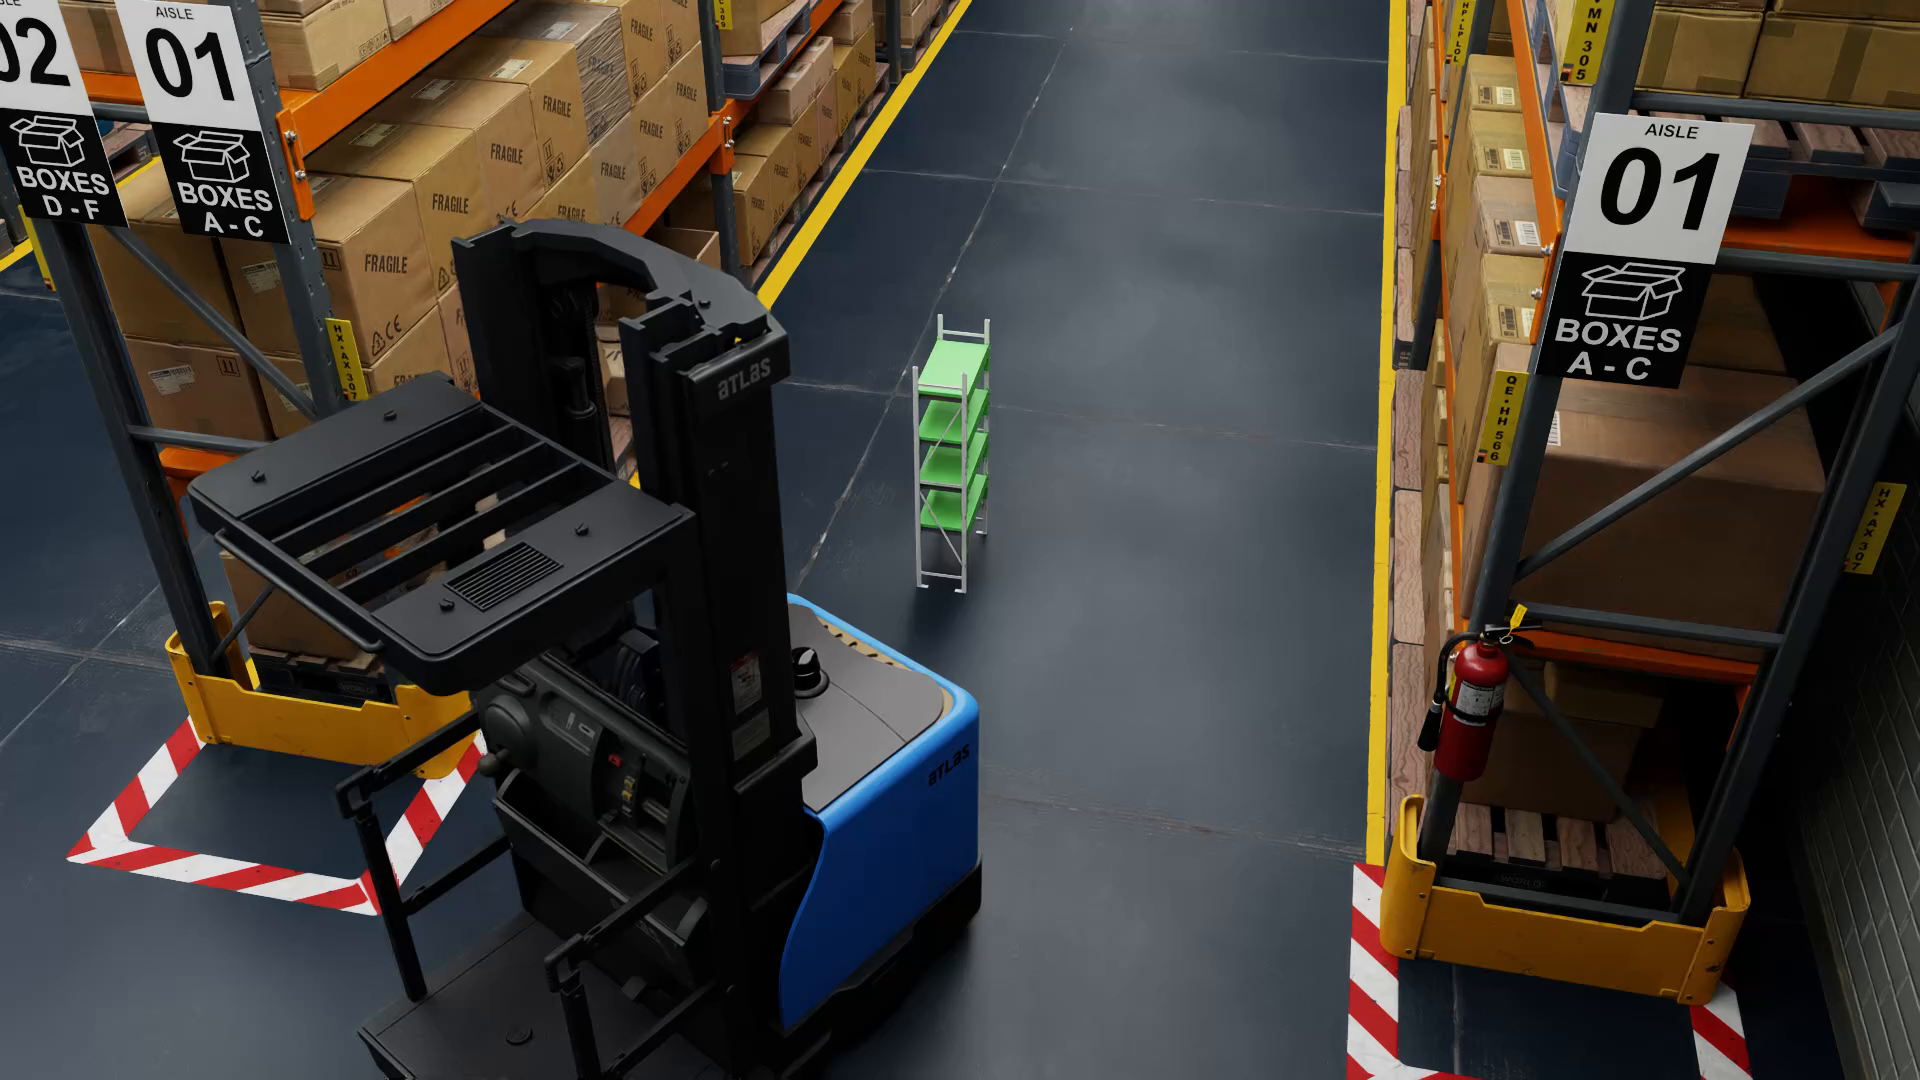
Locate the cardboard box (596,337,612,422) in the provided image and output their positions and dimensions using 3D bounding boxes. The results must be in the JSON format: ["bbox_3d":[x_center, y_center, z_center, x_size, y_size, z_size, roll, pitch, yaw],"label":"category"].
[{"bbox_3d":[-2.219,-0.726,8.448,0.797,0.503,0.637,7,37,10],"label":"cardboard box"}]

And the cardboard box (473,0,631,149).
[{"bbox_3d":[-1.892,-2.177,7.760,0.500,0.500,0.500,8,37,10],"label":"cardboard box"}]

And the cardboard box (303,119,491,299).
[{"bbox_3d":[-2.220,-1.311,6.565,0.500,0.500,0.500,8,37,10],"label":"cardboard box"}]

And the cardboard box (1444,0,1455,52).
[{"bbox_3d":[3.085,-3.064,9.565,0.500,0.500,0.500,7,37,10],"label":"cardboard box"}]

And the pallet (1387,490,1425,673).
[{"bbox_3d":[2.520,0.239,7.740,1.003,0.211,1.213,7,37,10],"label":"pallet"}]

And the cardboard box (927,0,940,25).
[{"bbox_3d":[-0.463,-4.538,13.941,0.500,0.250,0.500,6,36,9],"label":"cardboard box"}]

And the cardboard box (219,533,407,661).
[{"bbox_3d":[-2.801,0.148,7.245,0.500,0.500,0.500,7,37,10],"label":"cardboard box"}]

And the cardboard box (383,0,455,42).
[{"bbox_3d":[-2.199,-2.045,6.087,0.500,0.250,0.500,7,37,10],"label":"cardboard box"}]

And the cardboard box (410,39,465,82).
[{"bbox_3d":[-2.527,-1.960,7.462,0.500,0.500,0.500,8,37,11],"label":"cardboard box"}]

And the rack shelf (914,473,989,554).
[{"bbox_3d":[-0.035,-0.145,7.945,0.258,0.148,0.480,7,37,10],"label":"rack shelf"}]

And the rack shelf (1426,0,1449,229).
[{"bbox_3d":[3.445,-2.873,10.271,1.077,0.370,4.000,7,37,10],"label":"rack shelf"}]

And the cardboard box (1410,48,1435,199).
[{"bbox_3d":[3.394,-2.704,10.899,0.750,0.750,0.750,7,37,10],"label":"cardboard box"}]

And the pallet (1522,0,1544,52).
[{"bbox_3d":[2.570,-2.031,6.016,1.003,0.211,1.213,7,37,10],"label":"pallet"}]

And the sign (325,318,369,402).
[{"bbox_3d":[-2.147,-0.626,5.820,0.100,0.325,0.005,7,37,10],"label":"sign"}]

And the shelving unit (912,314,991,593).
[{"bbox_3d":[-0.035,-0.391,7.767,0.258,1.200,0.503,7,37,10],"label":"shelving unit"}]

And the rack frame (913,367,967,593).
[{"bbox_3d":[-0.087,-0.251,7.574,0.240,1.200,0.015,7,37,10],"label":"rack frame"}]

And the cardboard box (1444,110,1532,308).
[{"bbox_3d":[2.725,-1.412,7.387,0.980,0.700,0.700,6,36,9],"label":"cardboard box"}]

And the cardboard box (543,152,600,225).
[{"bbox_3d":[-2.001,-1.475,7.644,0.500,0.500,0.500,8,37,11],"label":"cardboard box"}]

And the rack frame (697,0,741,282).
[{"bbox_3d":[-1.822,-2.637,9.332,1.000,3.000,0.127,7,37,10],"label":"rack frame"}]

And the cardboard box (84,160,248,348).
[{"bbox_3d":[-2.850,-1.078,6.245,0.500,0.500,0.500,7,37,10],"label":"cardboard box"}]

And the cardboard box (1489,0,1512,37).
[{"bbox_3d":[2.868,-2.790,8.549,0.500,0.250,0.500,8,37,11],"label":"cardboard box"}]

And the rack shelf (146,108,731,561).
[{"bbox_3d":[-2.250,-1.199,7.961,1.077,0.370,4.000,7,37,10],"label":"rack shelf"}]

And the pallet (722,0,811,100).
[{"bbox_3d":[-1.545,-3.003,10.001,1.003,0.211,1.213,7,37,10],"label":"pallet"}]

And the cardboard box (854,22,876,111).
[{"bbox_3d":[-0.938,-3.530,12.320,0.500,0.500,0.500,9,37,12],"label":"cardboard box"}]

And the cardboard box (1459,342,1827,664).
[{"bbox_3d":[2.263,-0.140,5.631,0.980,0.700,0.700,9,37,12],"label":"cardboard box"}]

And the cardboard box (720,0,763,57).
[{"bbox_3d":[-1.503,-3.091,9.515,0.700,0.500,0.500,-4,36,-6],"label":"cardboard box"}]

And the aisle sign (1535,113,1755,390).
[{"bbox_3d":[1.855,-0.774,4.546,0.394,0.787,0.004,7,37,10],"label":"aisle sign"}]

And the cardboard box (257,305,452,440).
[{"bbox_3d":[-2.324,-0.605,6.444,0.500,0.500,0.500,8,37,11],"label":"cardboard box"}]

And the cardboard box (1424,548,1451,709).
[{"bbox_3d":[2.322,0.417,6.891,0.700,0.500,0.500,7,37,10],"label":"cardboard box"}]

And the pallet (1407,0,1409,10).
[{"bbox_3d":[4.562,-5.029,15.008,1.003,0.211,1.213,7,37,10],"label":"pallet"}]

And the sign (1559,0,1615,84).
[{"bbox_3d":[1.636,-1.342,4.302,0.100,0.325,0.005,7,37,10],"label":"sign"}]

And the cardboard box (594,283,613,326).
[{"bbox_3d":[-2.123,-1.512,9.697,0.500,0.311,0.500,7,37,10],"label":"cardboard box"}]

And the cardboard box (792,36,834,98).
[{"bbox_3d":[-1.161,-3.214,11.245,0.500,0.250,0.500,7,36,9],"label":"cardboard box"}]

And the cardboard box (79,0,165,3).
[{"bbox_3d":[-2.816,-2.026,5.635,0.500,0.250,0.500,7,37,10],"label":"cardboard box"}]

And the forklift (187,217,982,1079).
[{"bbox_3d":[-1.261,0.693,4.796,1.130,2.935,3.031,27,44,32],"label":"forklift"}]

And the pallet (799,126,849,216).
[{"bbox_3d":[-1.427,-2.680,11.768,1.003,0.211,1.213,7,37,10],"label":"pallet"}]

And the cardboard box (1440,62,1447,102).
[{"bbox_3d":[2.943,-2.603,9.482,0.380,0.149,0.250,7,37,10],"label":"cardboard box"}]

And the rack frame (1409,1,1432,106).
[{"bbox_3d":[3.872,-4.311,11.642,1.000,3.000,0.127,7,37,10],"label":"rack frame"}]

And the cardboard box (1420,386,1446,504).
[{"bbox_3d":[2.647,-0.472,8.118,0.700,0.500,0.500,7,37,9],"label":"cardboard box"}]

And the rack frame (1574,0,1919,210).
[{"bbox_3d":[2.163,-2.154,3.553,1.000,3.000,0.127,7,37,10],"label":"rack frame"}]

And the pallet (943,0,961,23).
[{"bbox_3d":[-0.491,-4.965,14.921,1.003,0.211,1.213,7,37,10],"label":"pallet"}]

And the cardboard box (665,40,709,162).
[{"bbox_3d":[-1.678,-2.358,8.863,0.500,0.500,0.500,8,37,11],"label":"cardboard box"}]

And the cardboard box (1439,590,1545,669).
[{"bbox_3d":[2.065,0.345,6.438,0.380,0.149,0.250,7,37,9],"label":"cardboard box"}]

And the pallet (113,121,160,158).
[{"bbox_3d":[-6.197,-3.269,12.581,1.003,0.211,1.213,7,37,10],"label":"pallet"}]

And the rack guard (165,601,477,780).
[{"bbox_3d":[-2.661,0.625,6.961,1.175,0.500,0.348,7,37,10],"label":"rack guard"}]

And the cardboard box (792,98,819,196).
[{"bbox_3d":[-1.264,-2.642,11.095,0.500,0.500,0.500,8,37,11],"label":"cardboard box"}]

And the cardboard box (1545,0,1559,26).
[{"bbox_3d":[2.171,-1.841,5.362,0.500,0.250,0.500,6,36,8],"label":"cardboard box"}]

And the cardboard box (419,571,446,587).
[{"bbox_3d":[-2.198,0.285,7.340,0.380,0.166,0.250,7,37,10],"label":"cardboard box"}]

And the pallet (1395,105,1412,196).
[{"bbox_3d":[3.630,-2.739,11.850,1.003,0.211,1.213,7,37,10],"label":"pallet"}]

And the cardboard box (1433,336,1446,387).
[{"bbox_3d":[2.506,-0.849,8.085,0.380,0.149,0.250,8,37,12],"label":"cardboard box"}]
